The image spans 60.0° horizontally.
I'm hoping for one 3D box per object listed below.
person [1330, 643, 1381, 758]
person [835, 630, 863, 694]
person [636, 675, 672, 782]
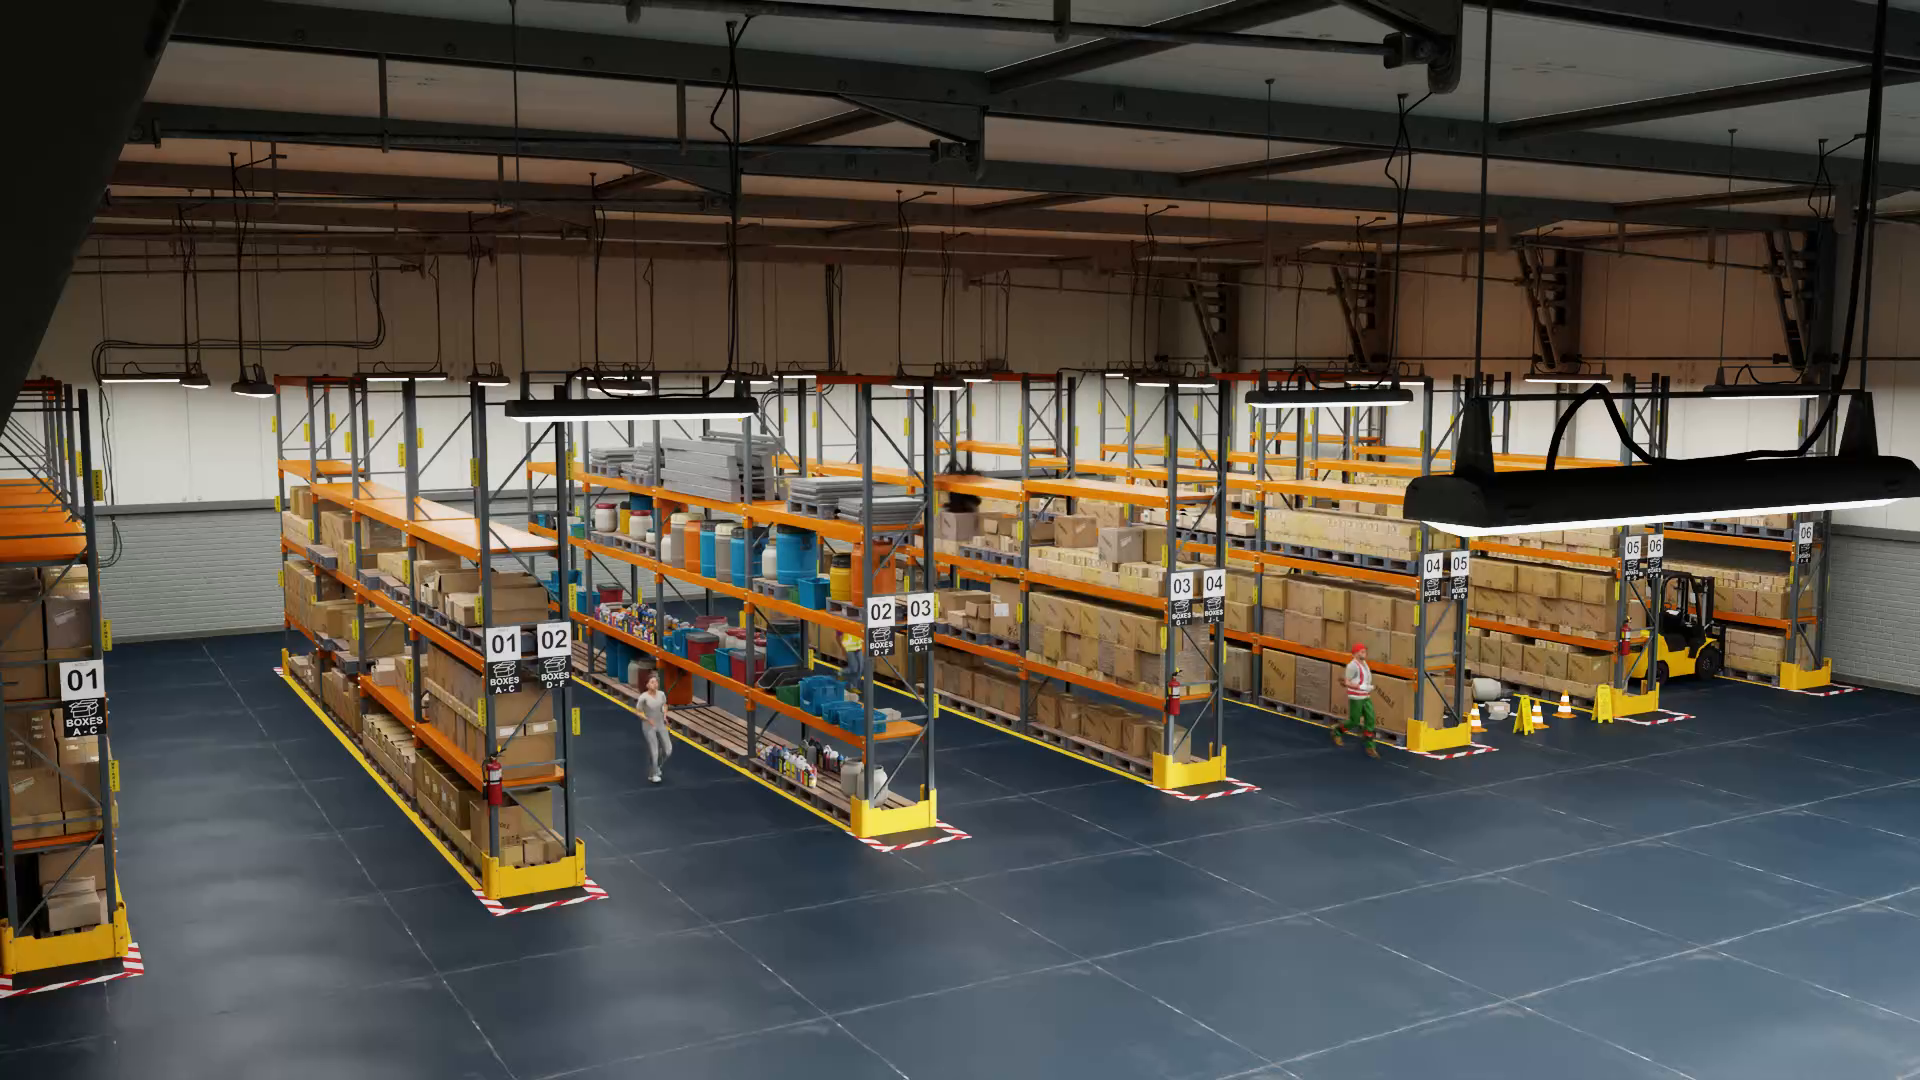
[{"bbox_3d":[6.355,2.539,26.582,0.881,1.809,0.688,6,9,43],"label":"person"},{"bbox_3d":[-2.029,2.051,31.416,0.686,1.710,0.624,-4,8,-35],"label":"person"},{"bbox_3d":[-4.534,2.809,24.757,0.539,1.626,0.541,-4,8,-35],"label":"person"}]
